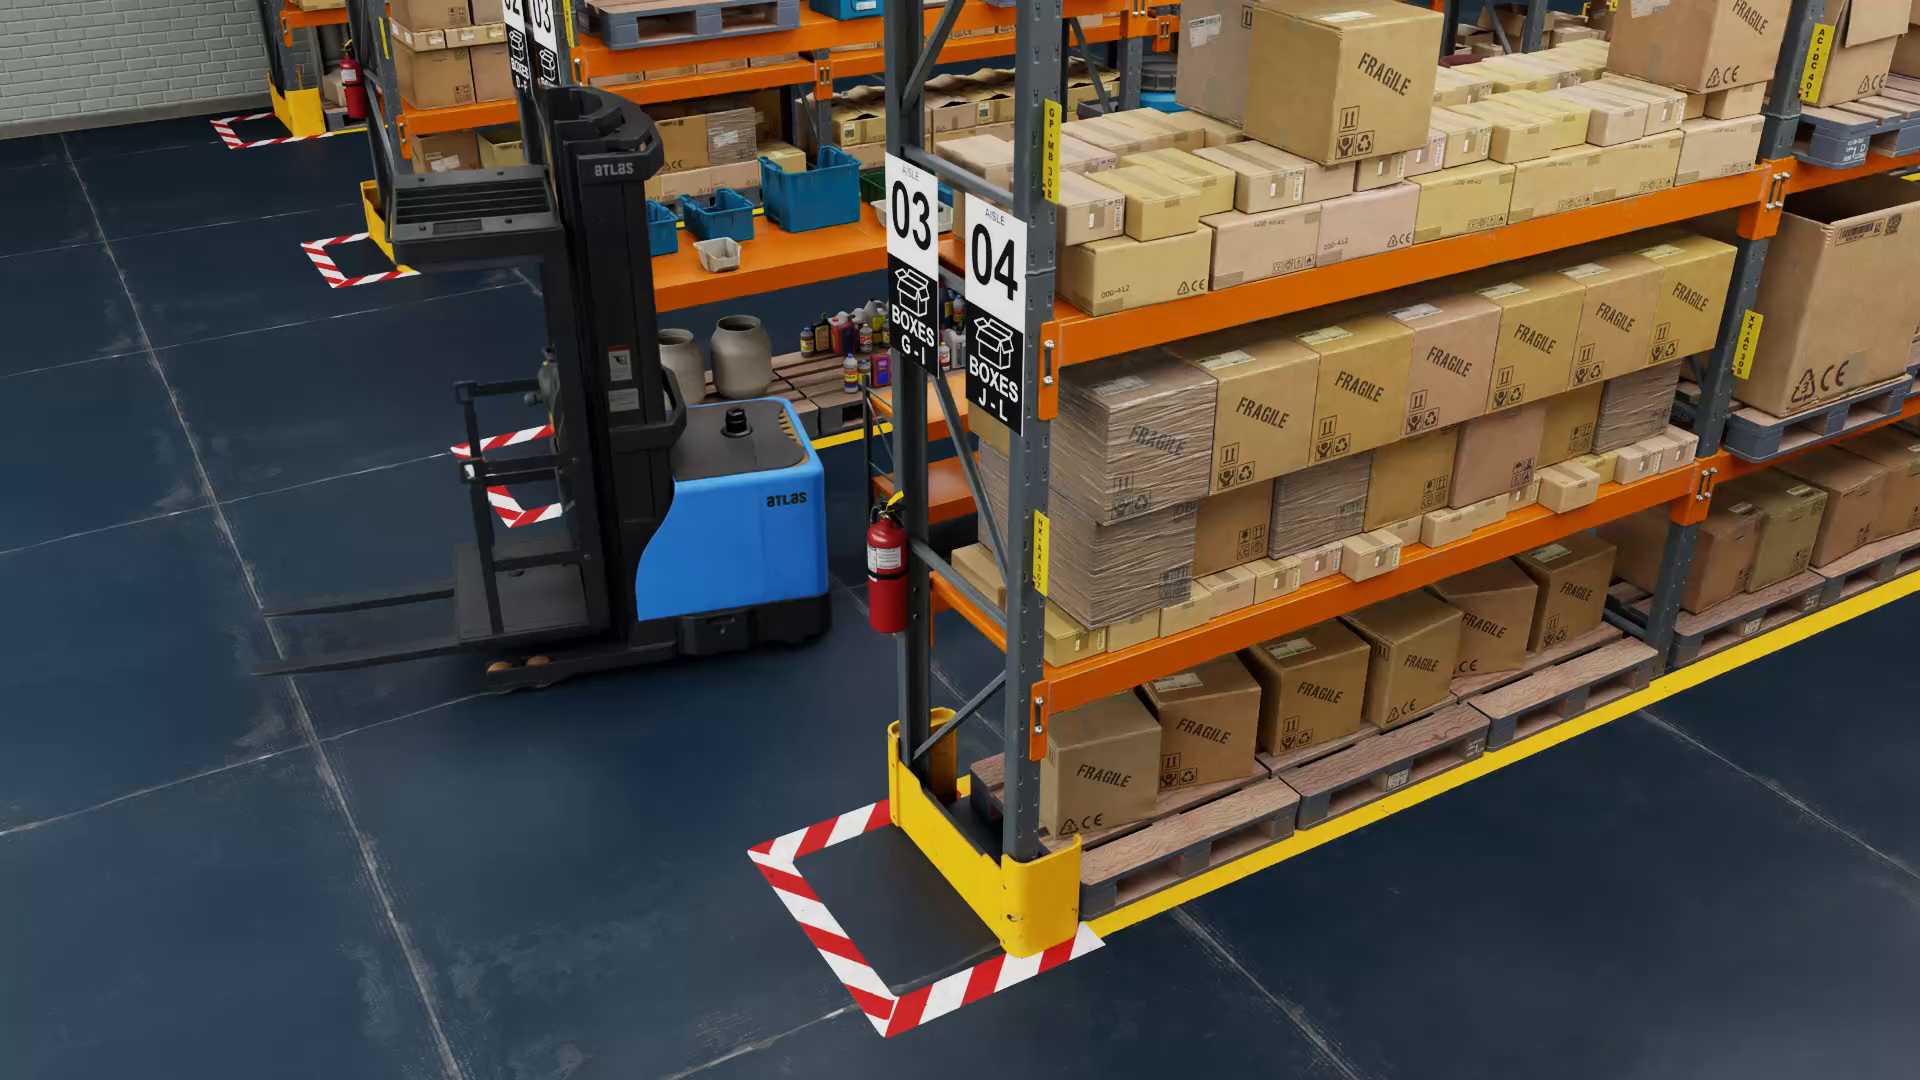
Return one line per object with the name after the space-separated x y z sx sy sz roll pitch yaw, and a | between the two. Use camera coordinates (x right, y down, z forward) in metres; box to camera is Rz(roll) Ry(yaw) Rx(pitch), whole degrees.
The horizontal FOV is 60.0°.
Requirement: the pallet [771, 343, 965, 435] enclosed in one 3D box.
-0.691 -1.172 12.156 1.213 0.211 1.003 -16 33 -26 | pallet

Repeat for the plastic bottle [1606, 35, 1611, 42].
5.962 -4.454 15.268 0.185 0.351 0.144 -16 33 -26 | plastic bottle

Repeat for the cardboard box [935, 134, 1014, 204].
0.104 -1.418 6.354 0.250 0.149 0.380 -16 33 -26 | cardboard box

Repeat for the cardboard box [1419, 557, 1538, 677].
2.617 0.358 8.650 0.500 0.500 0.500 -6 29 -11 | cardboard box

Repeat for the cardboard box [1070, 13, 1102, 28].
1.269 -5.439 17.261 0.250 0.149 0.380 -16 33 -26 | cardboard box

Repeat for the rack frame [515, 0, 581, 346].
-2.486 -1.862 10.519 0.127 3.000 1.000 -16 33 -26 | rack frame

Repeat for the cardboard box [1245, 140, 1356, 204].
1.288 -1.423 6.361 0.250 0.149 0.380 -16 33 -26 | cardboard box

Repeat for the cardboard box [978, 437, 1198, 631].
0.511 -0.095 6.907 0.500 0.500 0.875 -16 33 -26 | cardboard box

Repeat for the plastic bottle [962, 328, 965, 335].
0.109 -1.470 12.095 0.185 0.351 0.144 -16 33 -27 | plastic bottle

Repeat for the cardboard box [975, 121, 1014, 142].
0.255 -4.257 17.271 0.500 0.250 0.500 -15 32 -25 | cardboard box

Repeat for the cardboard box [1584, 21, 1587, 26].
8.052 -6.774 21.897 0.250 0.166 0.380 -16 33 -26 | cardboard box

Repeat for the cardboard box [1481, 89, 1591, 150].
2.404 -1.764 6.980 0.250 0.149 0.380 -15 32 -24 | cardboard box

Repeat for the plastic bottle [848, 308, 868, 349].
-0.774 -1.578 12.369 0.135 0.276 0.152 -17 33 -28 | plastic bottle

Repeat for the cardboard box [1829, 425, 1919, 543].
5.396 -0.400 10.001 0.500 0.500 0.700 -13 31 -22 | cardboard box

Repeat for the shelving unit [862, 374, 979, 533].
0.006 -0.494 9.981 1.048 1.125 0.538 -16 33 -26 | shelving unit

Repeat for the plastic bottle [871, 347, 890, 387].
-0.561 -1.227 11.724 0.133 0.283 0.061 -15 32 -26 | plastic bottle

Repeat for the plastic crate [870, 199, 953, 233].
-0.309 -2.222 11.445 0.437 0.136 0.530 -16 33 -26 | plastic crate

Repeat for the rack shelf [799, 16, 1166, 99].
0.181 -5.080 17.095 4.000 0.370 1.077 -16 33 -26 | rack shelf

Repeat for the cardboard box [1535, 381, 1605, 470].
2.603 -0.759 8.110 0.500 0.500 0.875 -16 33 -26 | cardboard box

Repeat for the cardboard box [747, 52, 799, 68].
-1.923 -4.838 15.808 0.500 0.500 0.700 -17 33 -28 | cardboard box

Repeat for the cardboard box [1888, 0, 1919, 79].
4.739 -2.625 8.255 0.637 0.503 0.797 -14 32 -24 | cardboard box

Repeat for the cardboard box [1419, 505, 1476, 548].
2.135 -0.131 7.643 0.250 0.149 0.380 -16 33 -26 | cardboard box

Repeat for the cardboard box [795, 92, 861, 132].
-1.340 -4.349 16.857 0.500 0.311 0.500 -16 33 -26 | cardboard box

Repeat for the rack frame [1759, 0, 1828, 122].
3.472 -3.404 7.105 0.127 3.000 1.000 -16 33 -26 | rack frame

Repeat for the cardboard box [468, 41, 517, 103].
-4.133 -4.209 14.669 0.500 0.500 0.700 -15 32 -25 | cardboard box

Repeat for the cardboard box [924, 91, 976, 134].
-0.181 -4.376 16.905 0.500 0.311 0.500 -17 33 -28 | cardboard box

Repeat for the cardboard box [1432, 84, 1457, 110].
1.930 -1.913 7.251 0.250 0.149 0.380 -17 33 -27 | cardboard box

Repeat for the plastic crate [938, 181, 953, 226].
0.146 -2.392 11.633 0.616 0.251 0.499 -16 33 -26 | plastic crate

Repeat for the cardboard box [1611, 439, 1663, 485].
3.215 -0.435 8.194 0.250 0.149 0.380 -16 33 -26 | cardboard box

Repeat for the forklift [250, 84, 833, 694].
-2.284 -0.756 8.587 3.031 2.935 1.130 -8 30 -14 | forklift

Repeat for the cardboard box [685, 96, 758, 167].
-2.270 -3.891 15.832 0.500 0.500 0.500 -16 33 -26 | cardboard box

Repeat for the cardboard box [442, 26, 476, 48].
-4.319 -4.326 14.209 0.250 0.149 0.380 -17 33 -28 | cardboard box

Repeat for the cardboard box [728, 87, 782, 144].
-2.102 -4.230 16.446 0.500 0.500 0.500 -16 33 -26 | cardboard box

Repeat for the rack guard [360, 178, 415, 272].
-5.013 -2.826 14.853 0.348 0.500 1.175 -16 33 -26 | rack guard

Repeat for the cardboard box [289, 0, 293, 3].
-7.200 -6.127 18.382 0.500 0.250 0.500 -15 32 -26 | cardboard box

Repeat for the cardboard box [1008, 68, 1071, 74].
0.856 -4.972 17.985 0.500 0.311 0.500 -17 33 -28 | cardboard box

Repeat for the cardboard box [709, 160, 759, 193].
-2.269 -3.562 16.011 0.500 0.250 0.500 -16 33 -26 | cardboard box

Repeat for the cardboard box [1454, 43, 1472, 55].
5.825 -5.891 20.148 0.500 0.311 0.500 -16 33 -26 | cardboard box

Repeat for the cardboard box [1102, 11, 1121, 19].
1.569 -5.774 17.701 0.500 0.311 0.500 -14 32 -23 | cardboard box

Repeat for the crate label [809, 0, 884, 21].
-0.705 -3.430 10.411 0.408 0.251 0.502 -16 33 -26 | crate label

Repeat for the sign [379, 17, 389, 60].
-4.716 -4.107 13.609 0.005 0.325 0.100 -16 33 -26 | sign

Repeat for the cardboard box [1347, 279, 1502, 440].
1.928 -0.798 7.146 0.500 0.500 0.500 -16 33 -26 | cardboard box

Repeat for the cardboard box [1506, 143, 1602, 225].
2.319 -1.554 7.013 0.500 0.250 0.500 -16 33 -27 | cardboard box

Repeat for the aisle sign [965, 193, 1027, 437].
0.122 -0.796 5.898 0.004 0.787 0.394 -16 33 -26 | aisle sign

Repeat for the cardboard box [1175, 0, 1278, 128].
1.231 -1.989 6.717 0.500 0.500 0.500 -16 33 -26 | cardboard box

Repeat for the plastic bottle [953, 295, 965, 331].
-0.008 -1.728 12.646 0.097 0.271 0.097 0 29 0 | plastic bottle

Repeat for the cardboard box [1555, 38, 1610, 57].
3.035 -2.248 7.858 0.250 0.149 0.380 -17 33 -28 | cardboard box

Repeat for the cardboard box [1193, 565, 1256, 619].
1.043 0.163 7.110 0.250 0.149 0.380 -16 33 -26 | cardboard box

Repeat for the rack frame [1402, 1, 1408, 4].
5.354 -6.863 19.582 0.127 3.000 1.000 -16 33 -26 | rack frame

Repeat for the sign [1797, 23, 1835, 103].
3.753 -2.093 7.298 0.005 0.325 0.100 -16 33 -26 | sign

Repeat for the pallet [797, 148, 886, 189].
-0.928 -3.881 17.064 1.213 0.211 1.003 -16 33 -26 | pallet

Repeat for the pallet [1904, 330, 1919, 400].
5.234 -1.171 9.466 1.213 0.211 1.003 -16 33 -26 | pallet

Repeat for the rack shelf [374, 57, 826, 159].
-3.268 -4.101 15.320 4.000 0.370 1.077 -16 33 -26 | rack shelf

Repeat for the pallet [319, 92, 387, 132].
-6.721 -4.970 19.038 1.213 0.211 1.003 -16 33 -26 | pallet
